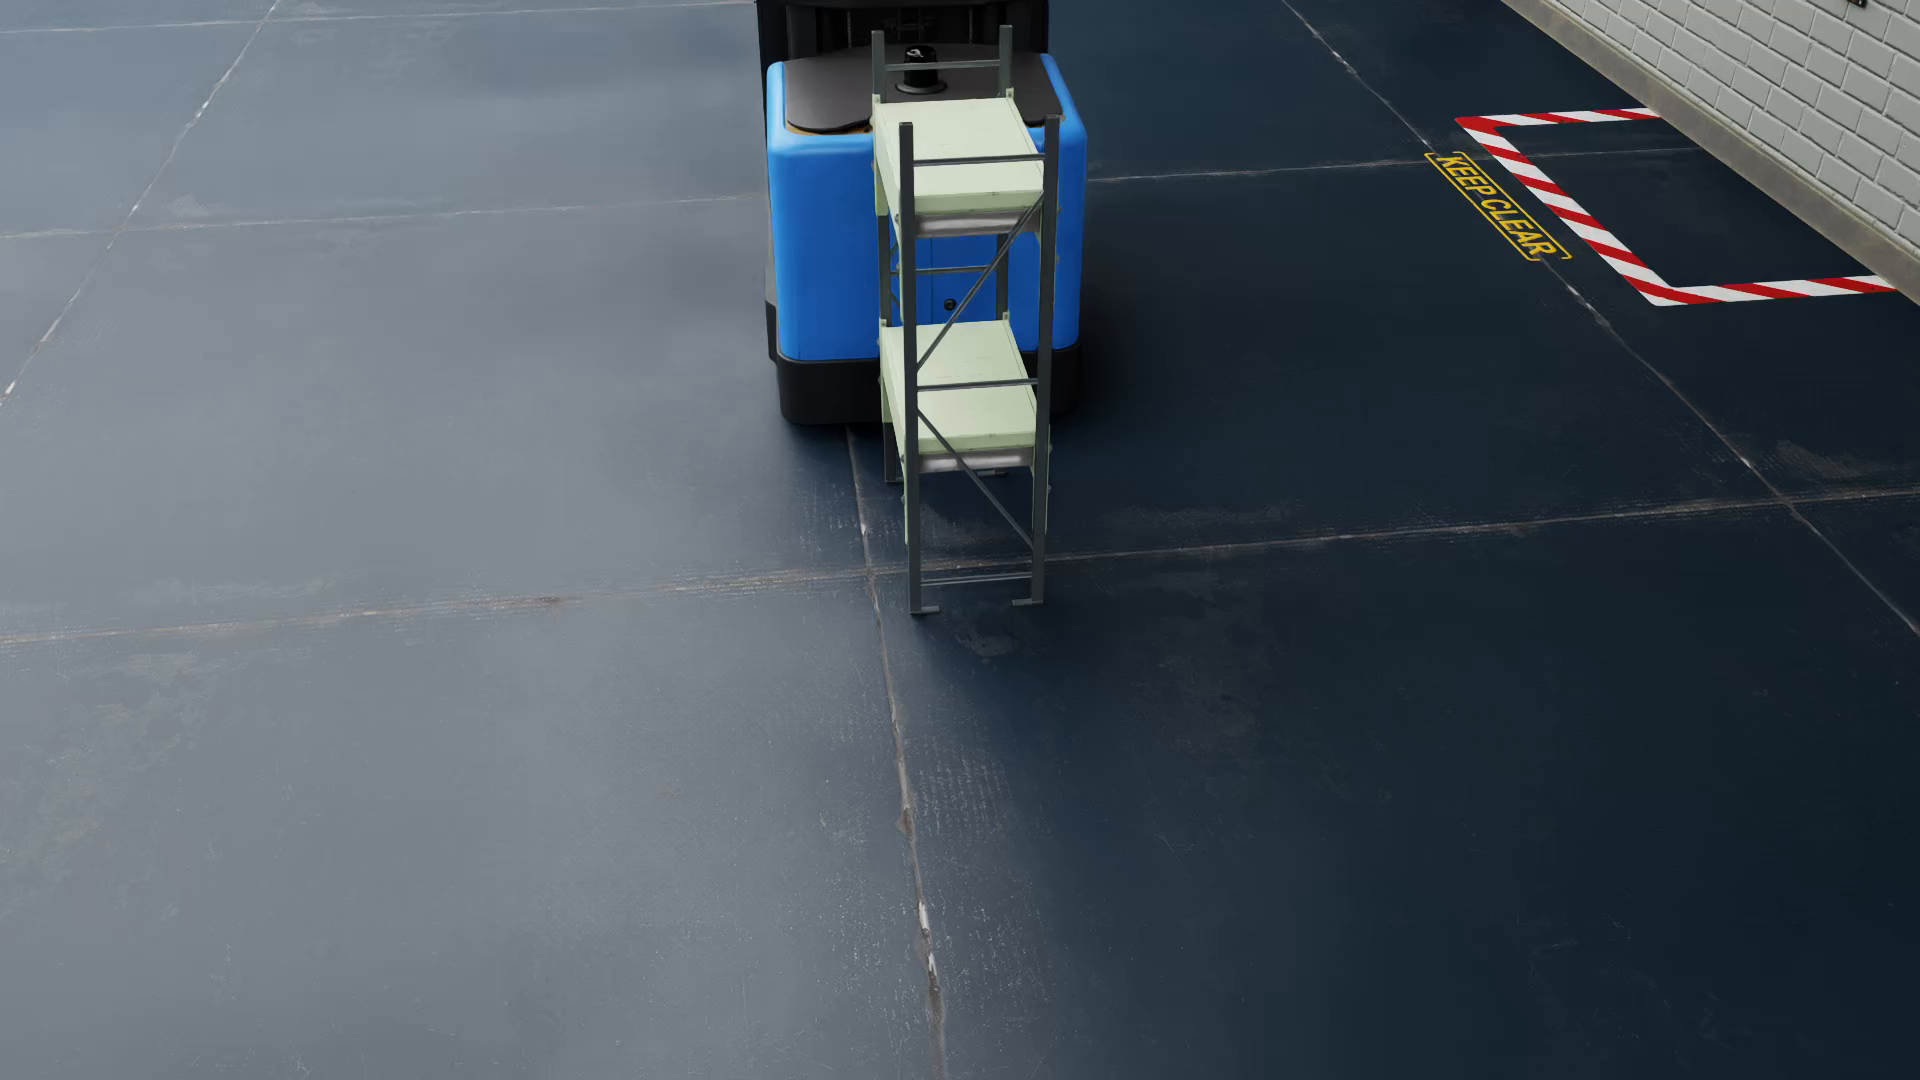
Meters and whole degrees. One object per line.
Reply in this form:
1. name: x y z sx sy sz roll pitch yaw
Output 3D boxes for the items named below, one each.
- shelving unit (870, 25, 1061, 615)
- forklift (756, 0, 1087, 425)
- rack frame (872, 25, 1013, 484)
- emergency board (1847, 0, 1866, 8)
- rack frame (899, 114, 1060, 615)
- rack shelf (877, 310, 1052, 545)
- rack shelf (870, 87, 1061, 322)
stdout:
1. shelving unit: -0.001 -0.623 4.833 0.431 1.500 0.755 -4 35 -6
2. forklift: -0.236 -2.418 6.195 1.130 2.935 3.031 -3 34 -5
3. rack frame: -0.050 -0.828 5.133 0.400 1.500 0.023 -4 35 -6
4. emergency board: 3.594 -2.841 6.755 0.157 1.169 0.626 -4 35 -6
5. rack frame: 0.048 -0.419 4.533 0.400 1.500 0.023 -4 35 -6
6. rack shelf: -0.001 -0.354 5.017 0.431 0.370 0.720 -4 35 -6
7. rack shelf: -0.001 -0.946 4.613 0.431 0.370 0.720 -4 35 -6
